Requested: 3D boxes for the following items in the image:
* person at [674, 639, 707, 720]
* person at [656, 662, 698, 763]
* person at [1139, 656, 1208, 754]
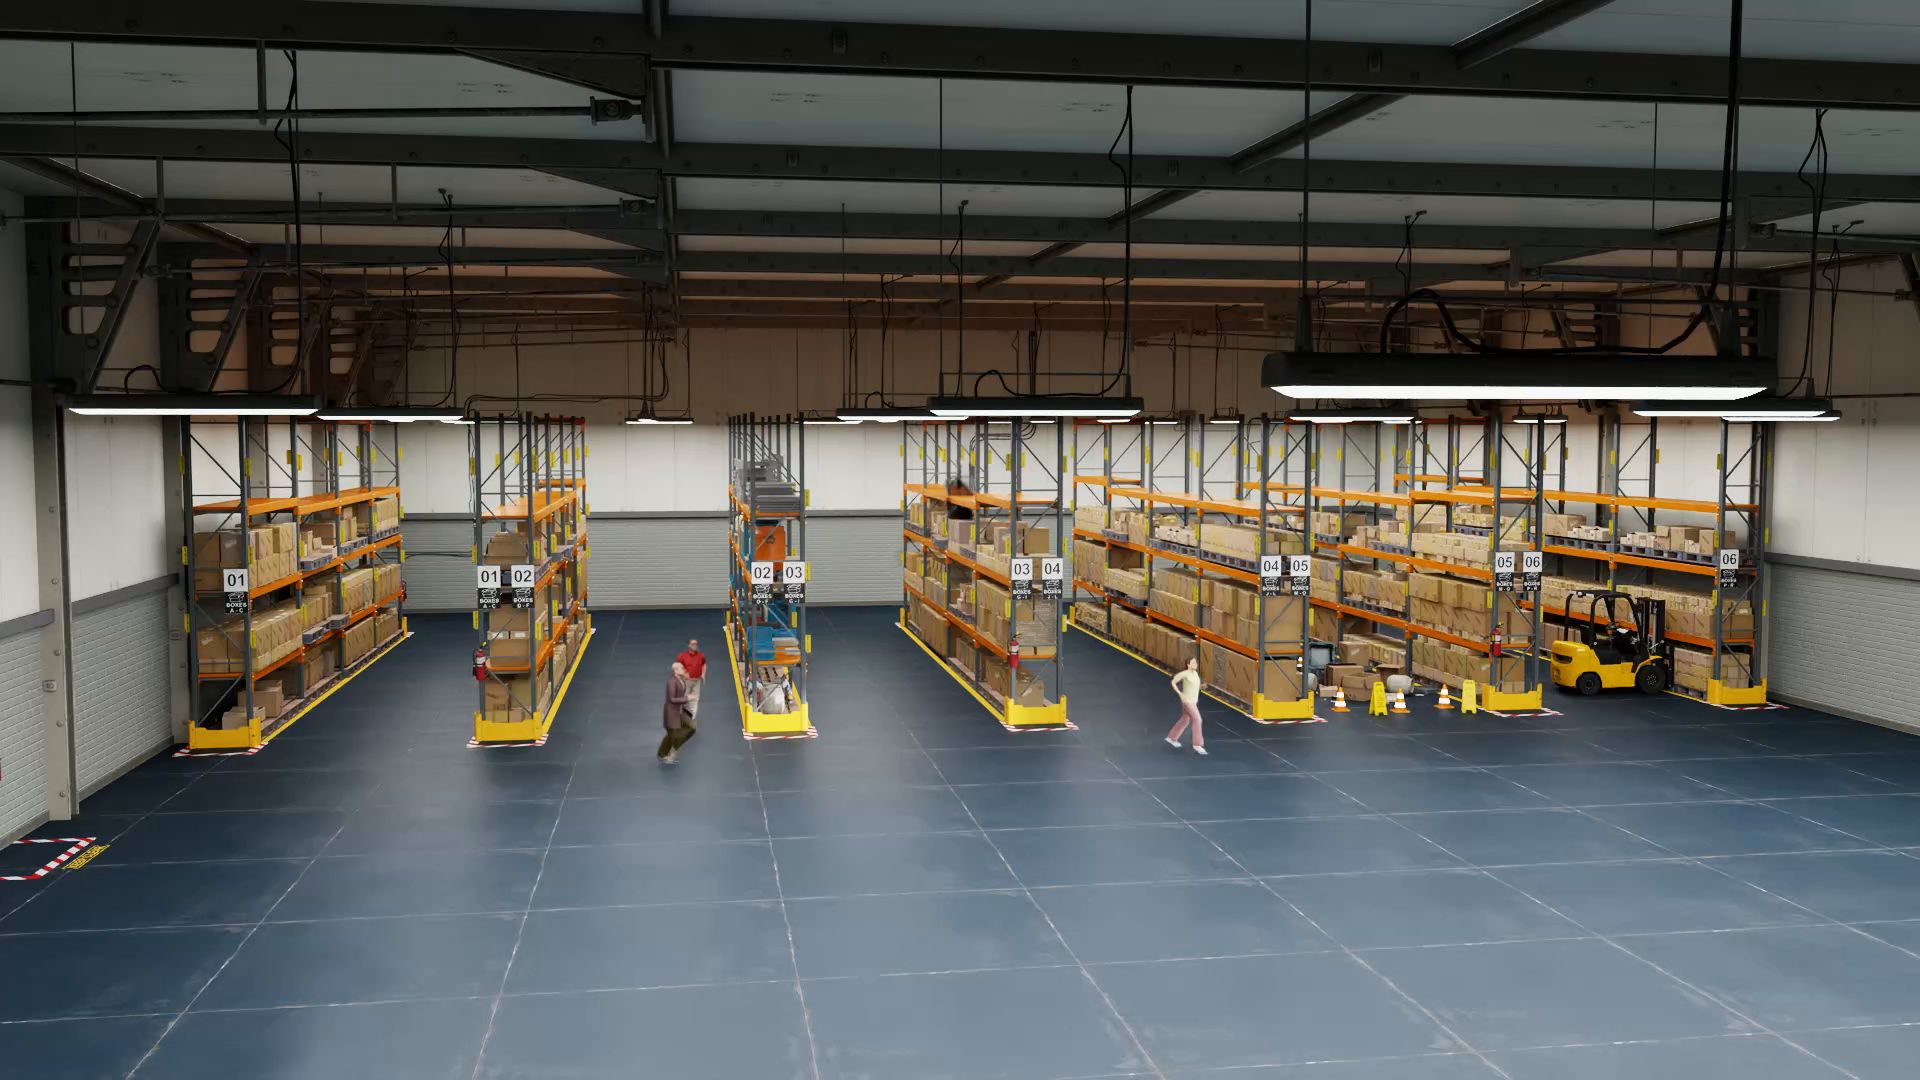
[{"bbox_3d":[-5.091,2.723,31.514,0.695,1.695,0.834,-2,4,-29],"label":"person"},{"bbox_3d":[-4.794,2.923,28.203,0.822,1.731,0.760,1,4,13],"label":"person"},{"bbox_3d":[4.340,2.513,35.000,6.195,1.719,10.530,2,5,31],"label":"person"}]
